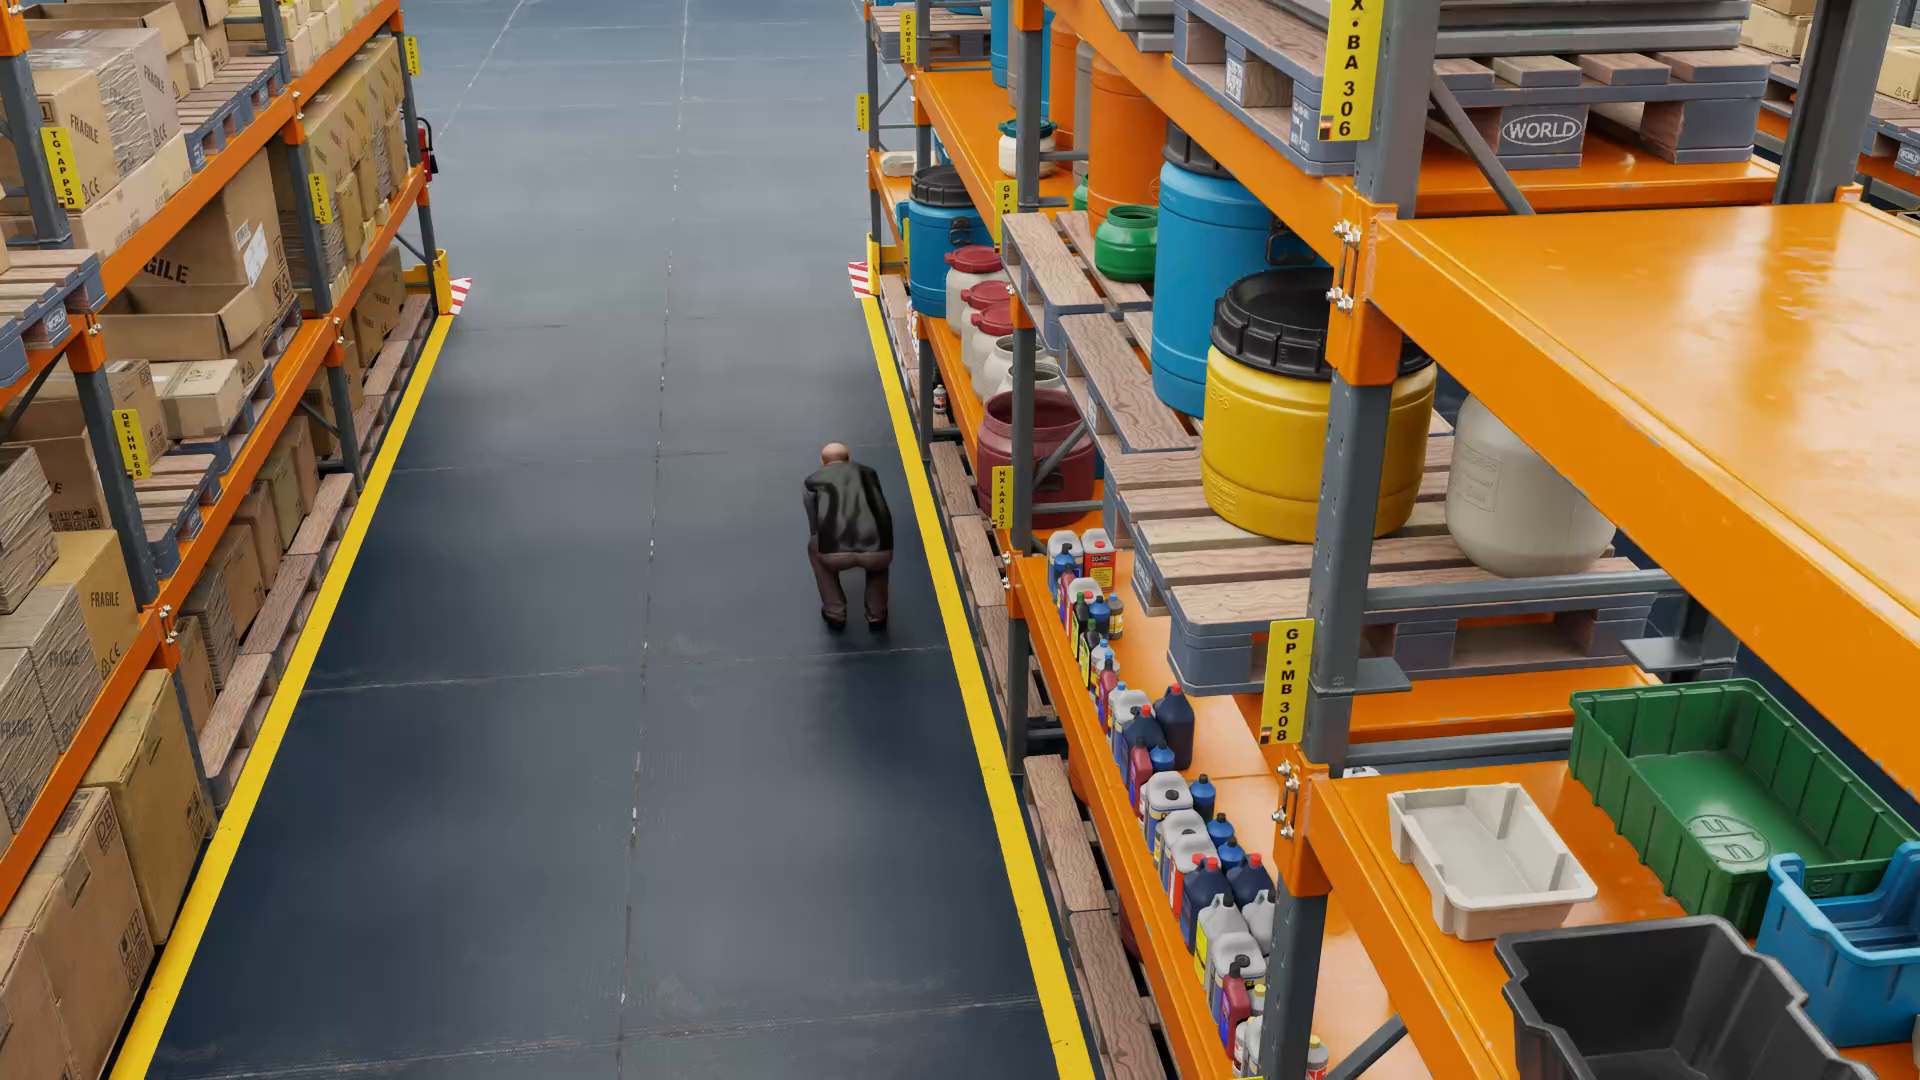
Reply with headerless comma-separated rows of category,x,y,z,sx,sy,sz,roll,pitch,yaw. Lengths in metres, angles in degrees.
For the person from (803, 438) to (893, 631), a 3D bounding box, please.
person,-0.666,-0.023,9.974,0.504,0.998,0.946,-5,27,-9
